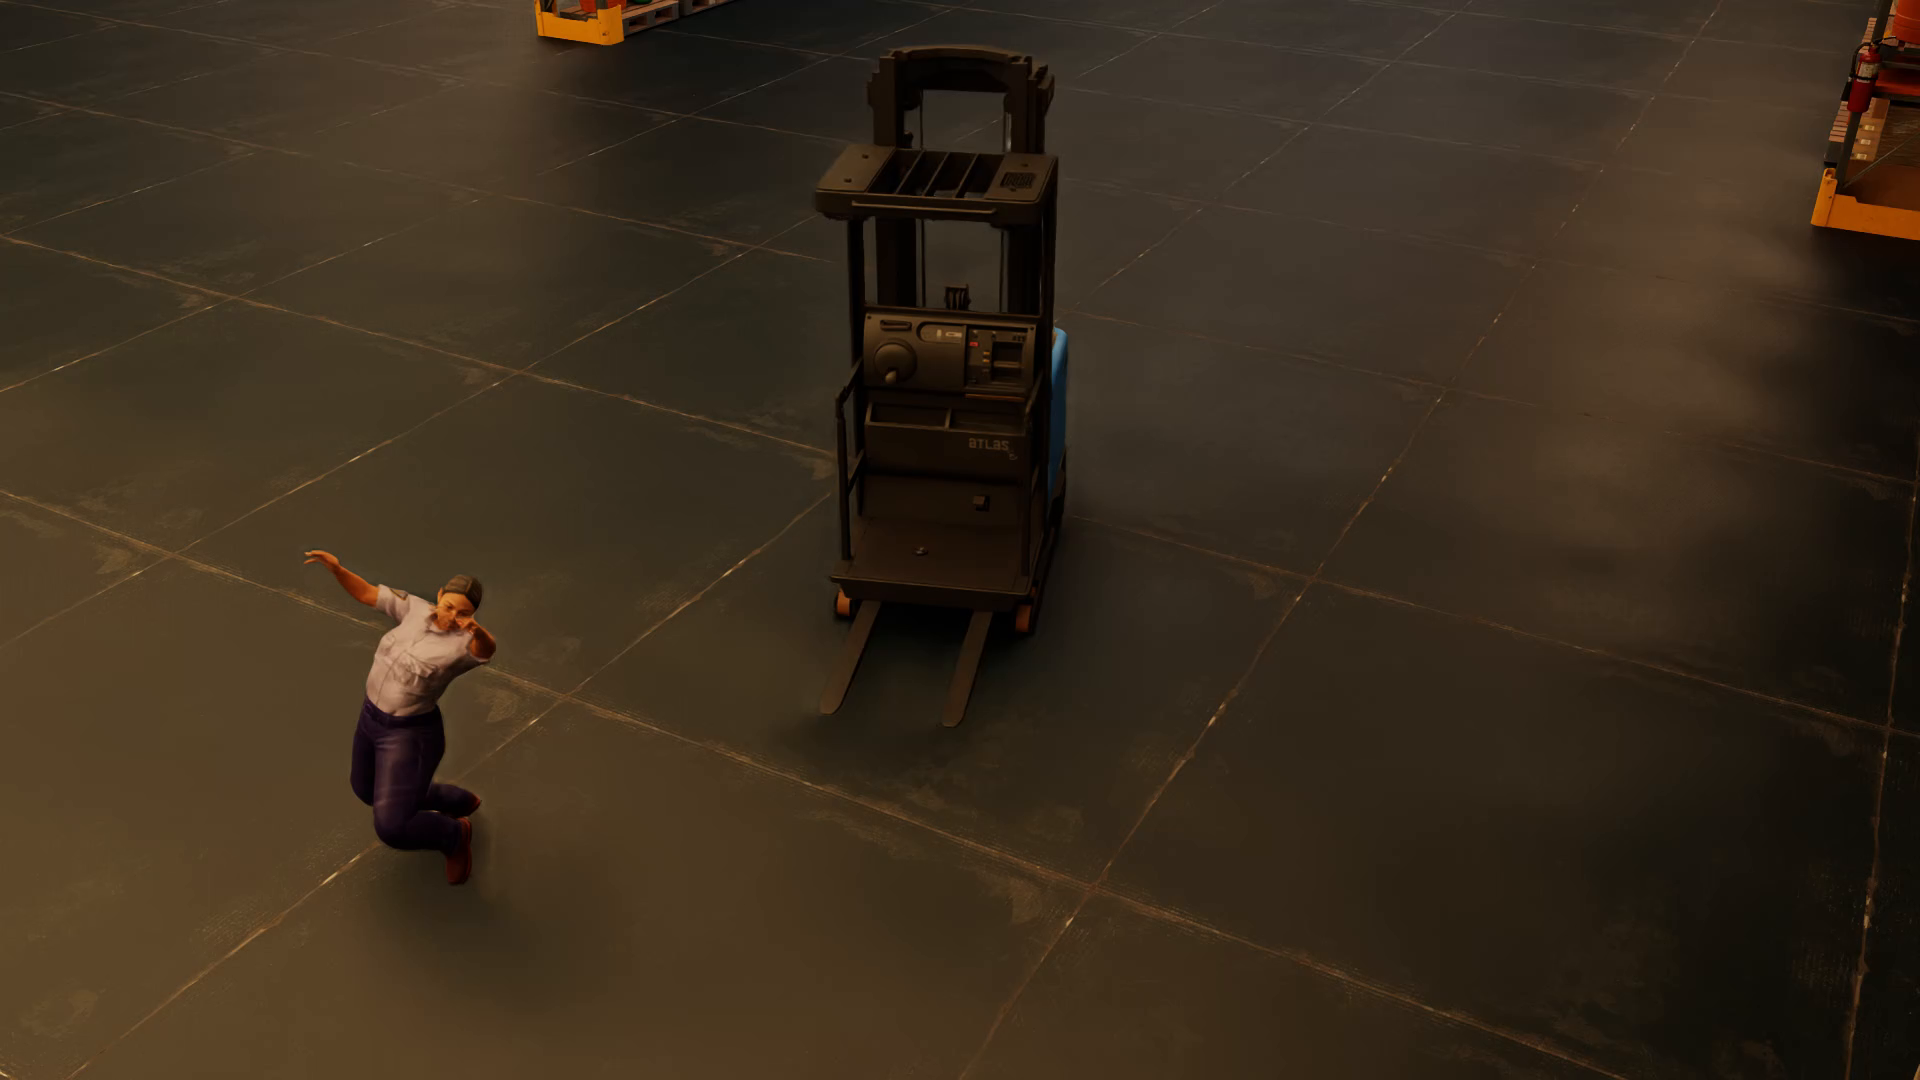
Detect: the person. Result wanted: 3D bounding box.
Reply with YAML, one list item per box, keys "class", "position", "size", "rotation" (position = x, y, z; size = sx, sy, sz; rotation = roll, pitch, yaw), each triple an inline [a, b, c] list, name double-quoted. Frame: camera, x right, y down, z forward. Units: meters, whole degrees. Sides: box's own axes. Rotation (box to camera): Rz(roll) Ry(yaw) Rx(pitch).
- class: "person"
  position: [-2.274, 0.785, 7.111]
  size: [0.737, 1.577, 0.950]
  rotation: [-25, 38, -36]

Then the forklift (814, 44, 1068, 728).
- class: "forklift"
  position: [-0.092, -0.950, 8.717]
  size: [1.130, 2.935, 3.031]
  rotation: [5, 30, 9]
